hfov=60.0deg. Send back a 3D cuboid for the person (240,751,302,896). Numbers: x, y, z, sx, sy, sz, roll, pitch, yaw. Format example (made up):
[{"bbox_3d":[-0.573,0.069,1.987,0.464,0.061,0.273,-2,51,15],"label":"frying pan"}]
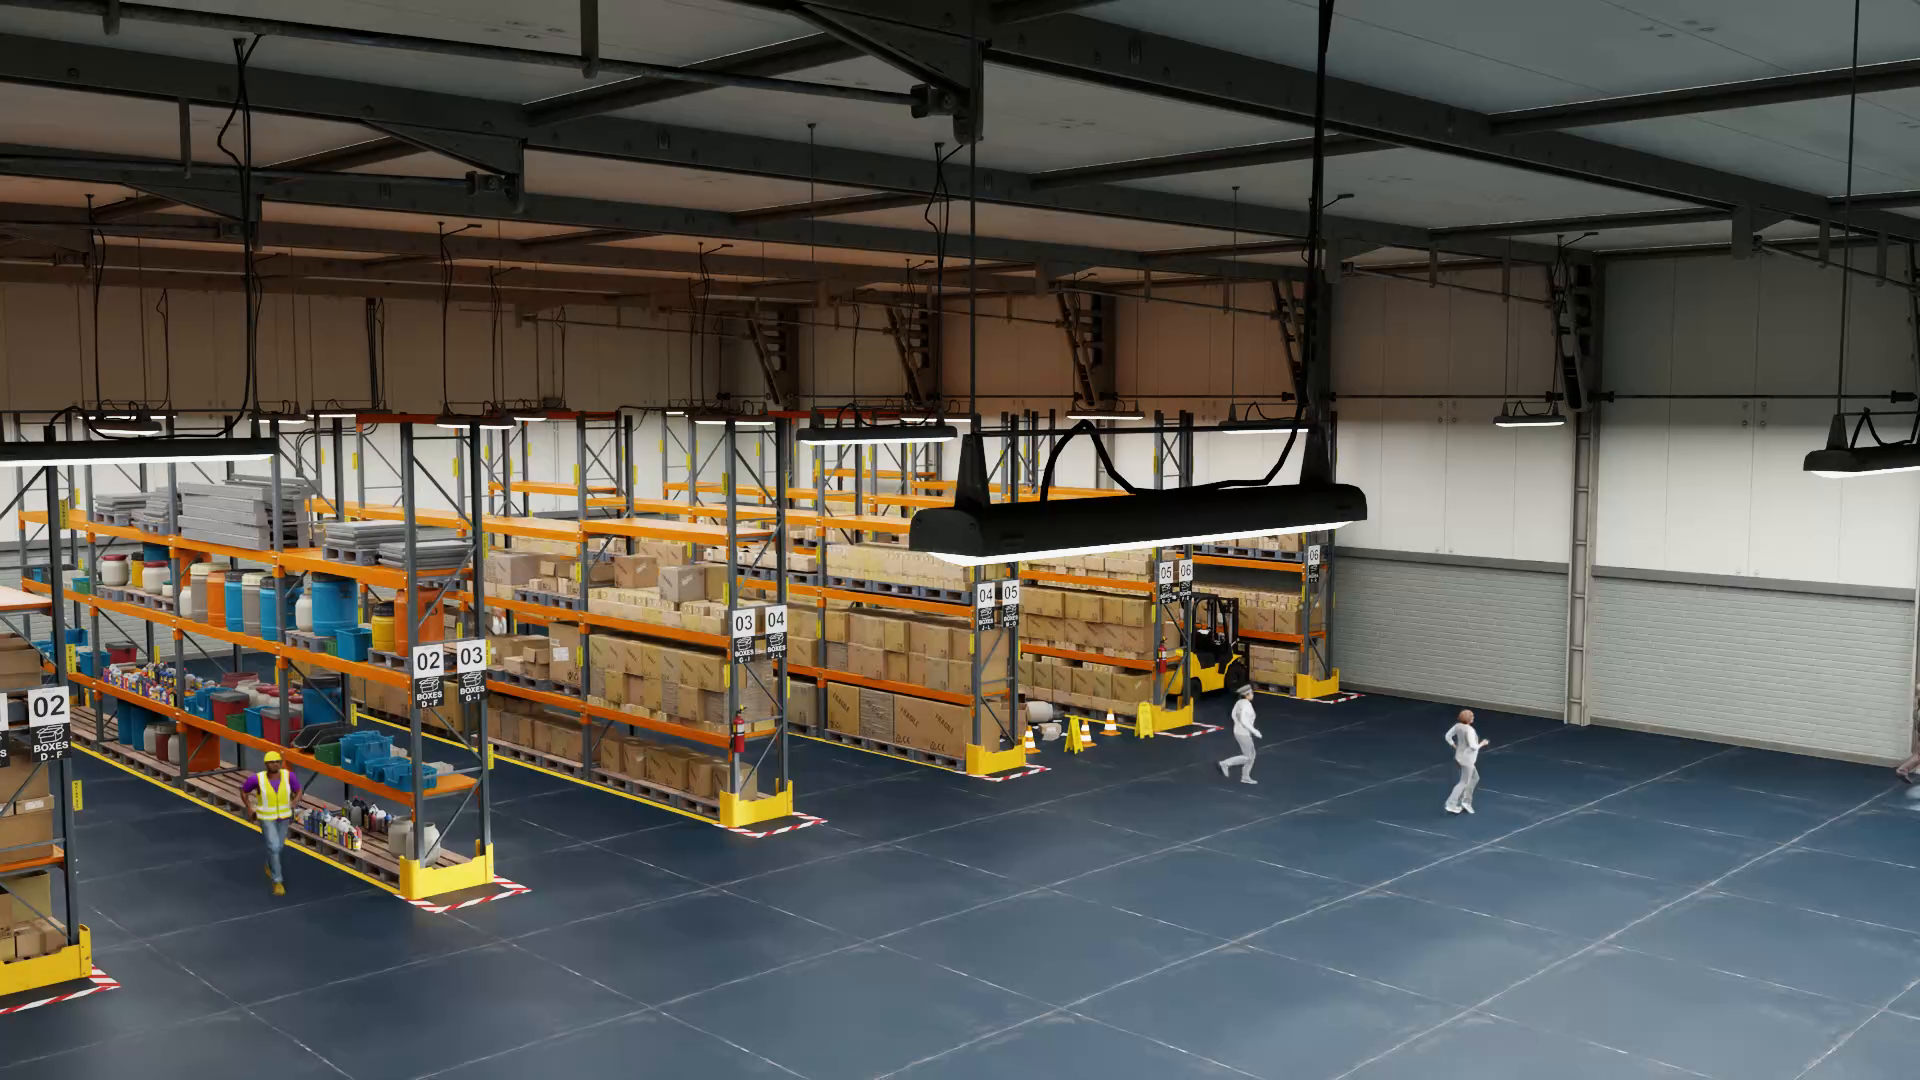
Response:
[{"bbox_3d":[-8.806,3.586,21.384,0.691,1.789,0.895,-5,7,-42],"label":"person"}]

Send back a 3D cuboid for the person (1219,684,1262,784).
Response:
[{"bbox_3d":[4.540,3.166,27.100,0.671,1.655,0.605,0,5,-4],"label":"person"}]

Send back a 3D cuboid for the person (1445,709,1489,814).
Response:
[{"bbox_3d":[7.642,3.354,25.091,0.656,1.624,0.514,-1,5,-7],"label":"person"}]

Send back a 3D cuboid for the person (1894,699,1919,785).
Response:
[{"bbox_3d":[15.531,3.133,26.605,0.957,1.712,0.650,1,5,8],"label":"person"}]

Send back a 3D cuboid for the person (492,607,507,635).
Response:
[{"bbox_3d":[-10.069,2.315,36.355,0.637,1.733,0.716,5,7,45],"label":"person"}]
